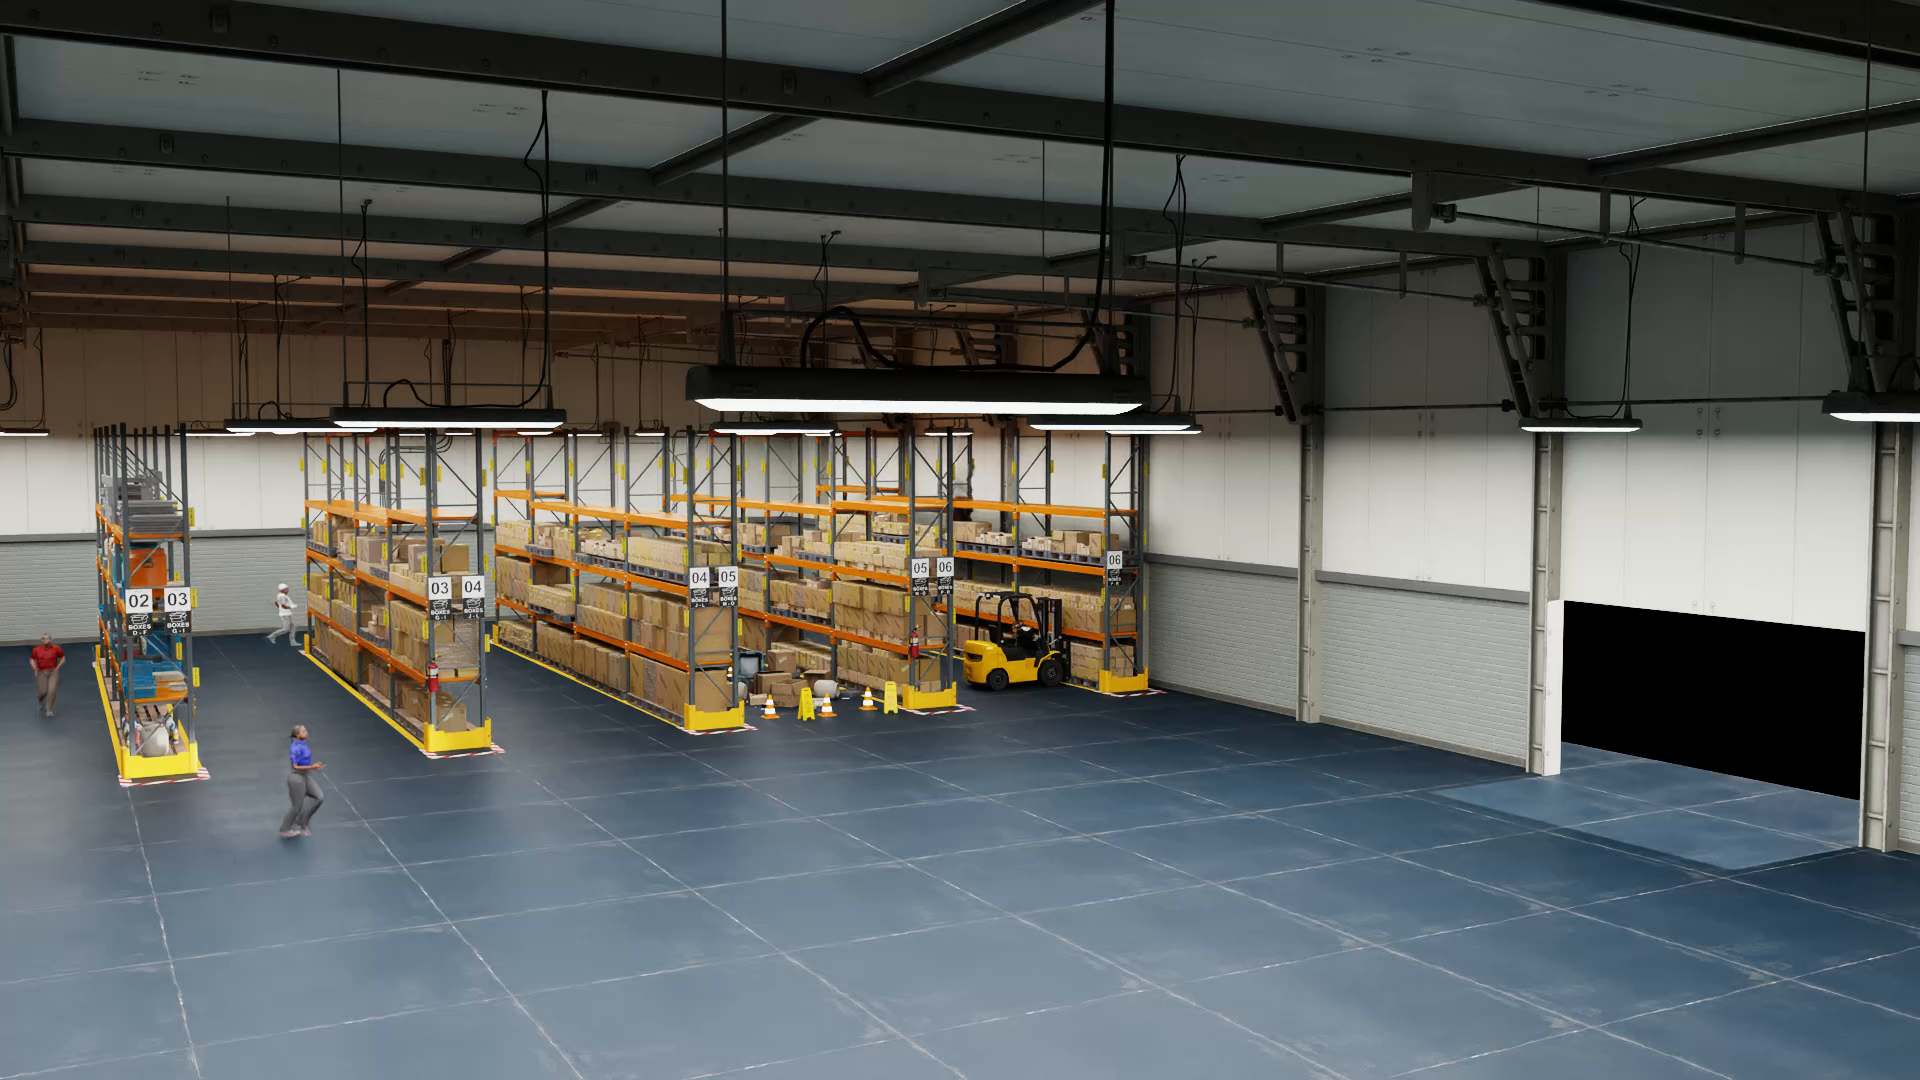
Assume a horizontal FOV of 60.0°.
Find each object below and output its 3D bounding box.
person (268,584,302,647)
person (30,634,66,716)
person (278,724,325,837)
[{"bbox_3d":[-18.575,2.076,45.719,0.886,1.757,0.700,-2,4,-24],"label":"person"},{"bbox_3d":[-18.945,2.794,34.556,0.653,1.700,0.647,-2,4,-27],"label":"person"},{"bbox_3d":[-9.438,3.461,23.858,0.681,1.662,0.548,0,3,-6],"label":"person"}]
